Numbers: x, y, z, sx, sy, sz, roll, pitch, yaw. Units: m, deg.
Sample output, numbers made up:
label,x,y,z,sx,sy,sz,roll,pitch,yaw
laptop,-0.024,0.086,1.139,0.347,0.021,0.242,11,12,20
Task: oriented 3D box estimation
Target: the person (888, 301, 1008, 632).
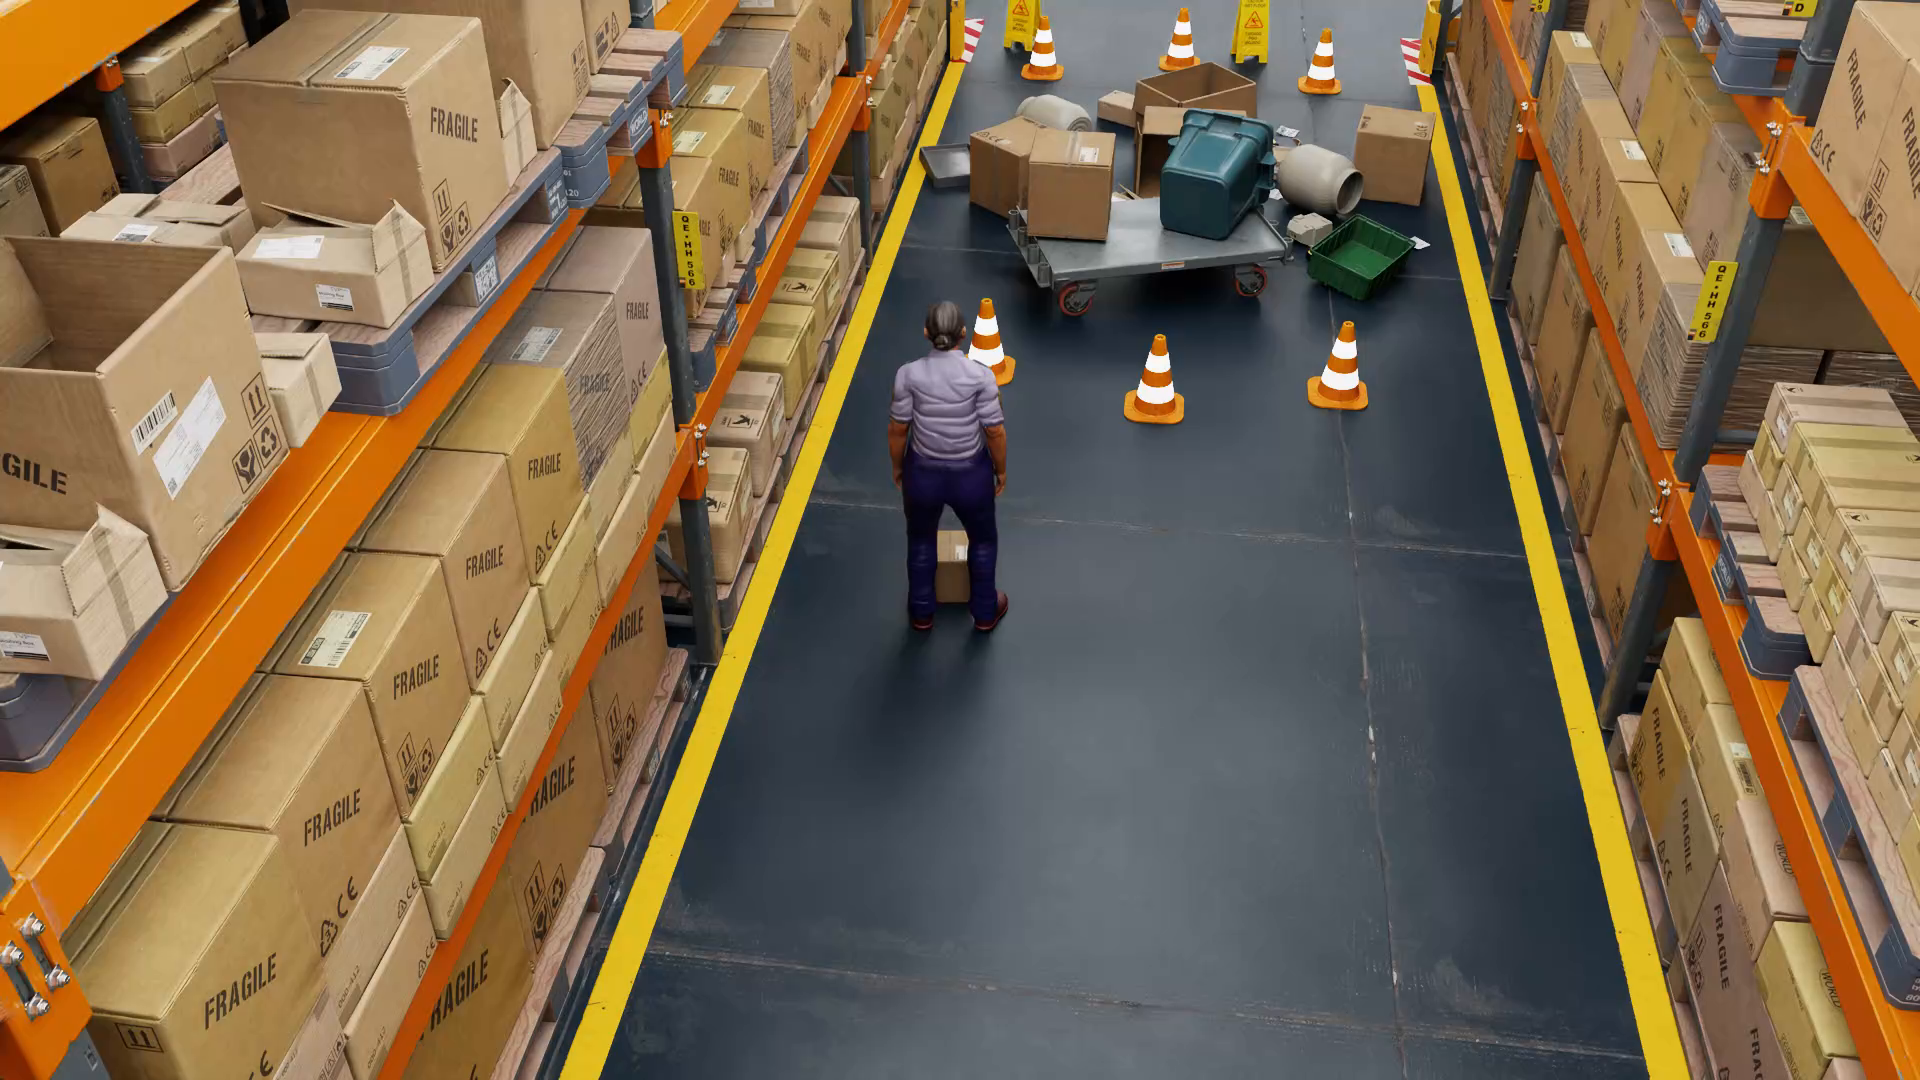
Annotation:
label,x,y,z,sx,sy,sz,roll,pitch,yaw
person,-0.045,-0.295,7.446,0.538,1.651,0.378,3,36,4
